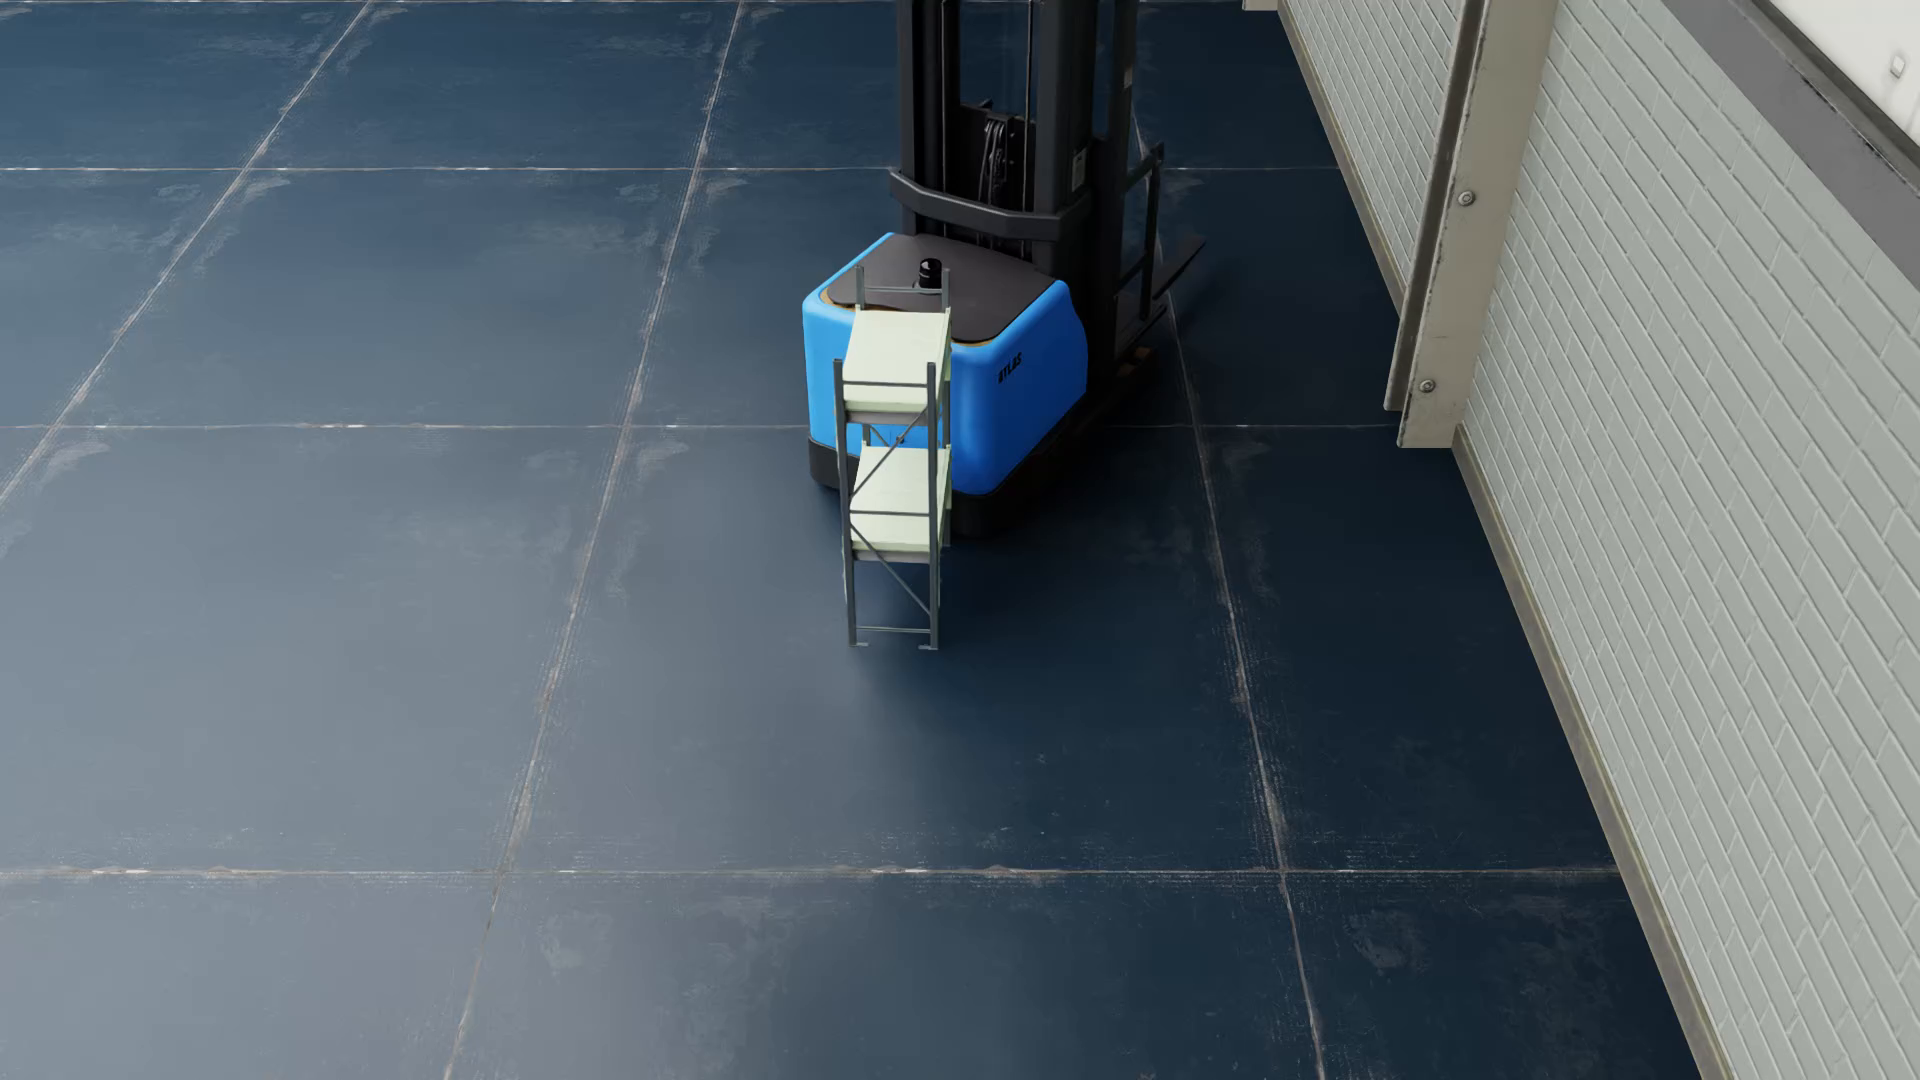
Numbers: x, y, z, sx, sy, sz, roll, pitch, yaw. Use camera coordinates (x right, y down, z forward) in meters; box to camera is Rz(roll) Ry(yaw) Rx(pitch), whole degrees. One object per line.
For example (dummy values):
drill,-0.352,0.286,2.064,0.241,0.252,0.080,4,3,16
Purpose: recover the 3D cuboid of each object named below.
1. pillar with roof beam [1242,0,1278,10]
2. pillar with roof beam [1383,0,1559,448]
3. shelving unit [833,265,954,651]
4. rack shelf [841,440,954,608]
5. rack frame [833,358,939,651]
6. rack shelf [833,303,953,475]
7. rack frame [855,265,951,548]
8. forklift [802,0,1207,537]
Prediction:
pillar with roof beam,-1.892,-7.862,10.610,9.100,9.000,0.400,0,39,0
pillar with roof beam,-1.885,-4.109,5.928,9.100,9.000,0.400,0,39,0
shelving unit,-0.269,-0.336,7.216,0.431,1.500,0.755,3,39,3
rack shelf,-0.269,-0.082,7.420,0.431,0.370,0.720,3,39,3
rack frame,-0.295,-0.108,6.931,0.400,1.500,0.023,3,39,3
rack shelf,-0.269,-0.641,6.972,0.431,0.370,0.720,3,39,3
rack frame,-0.243,-0.565,7.501,0.400,1.500,0.023,3,39,3
forklift,0.425,-2.060,8.222,1.130,2.935,3.031,20,43,23
